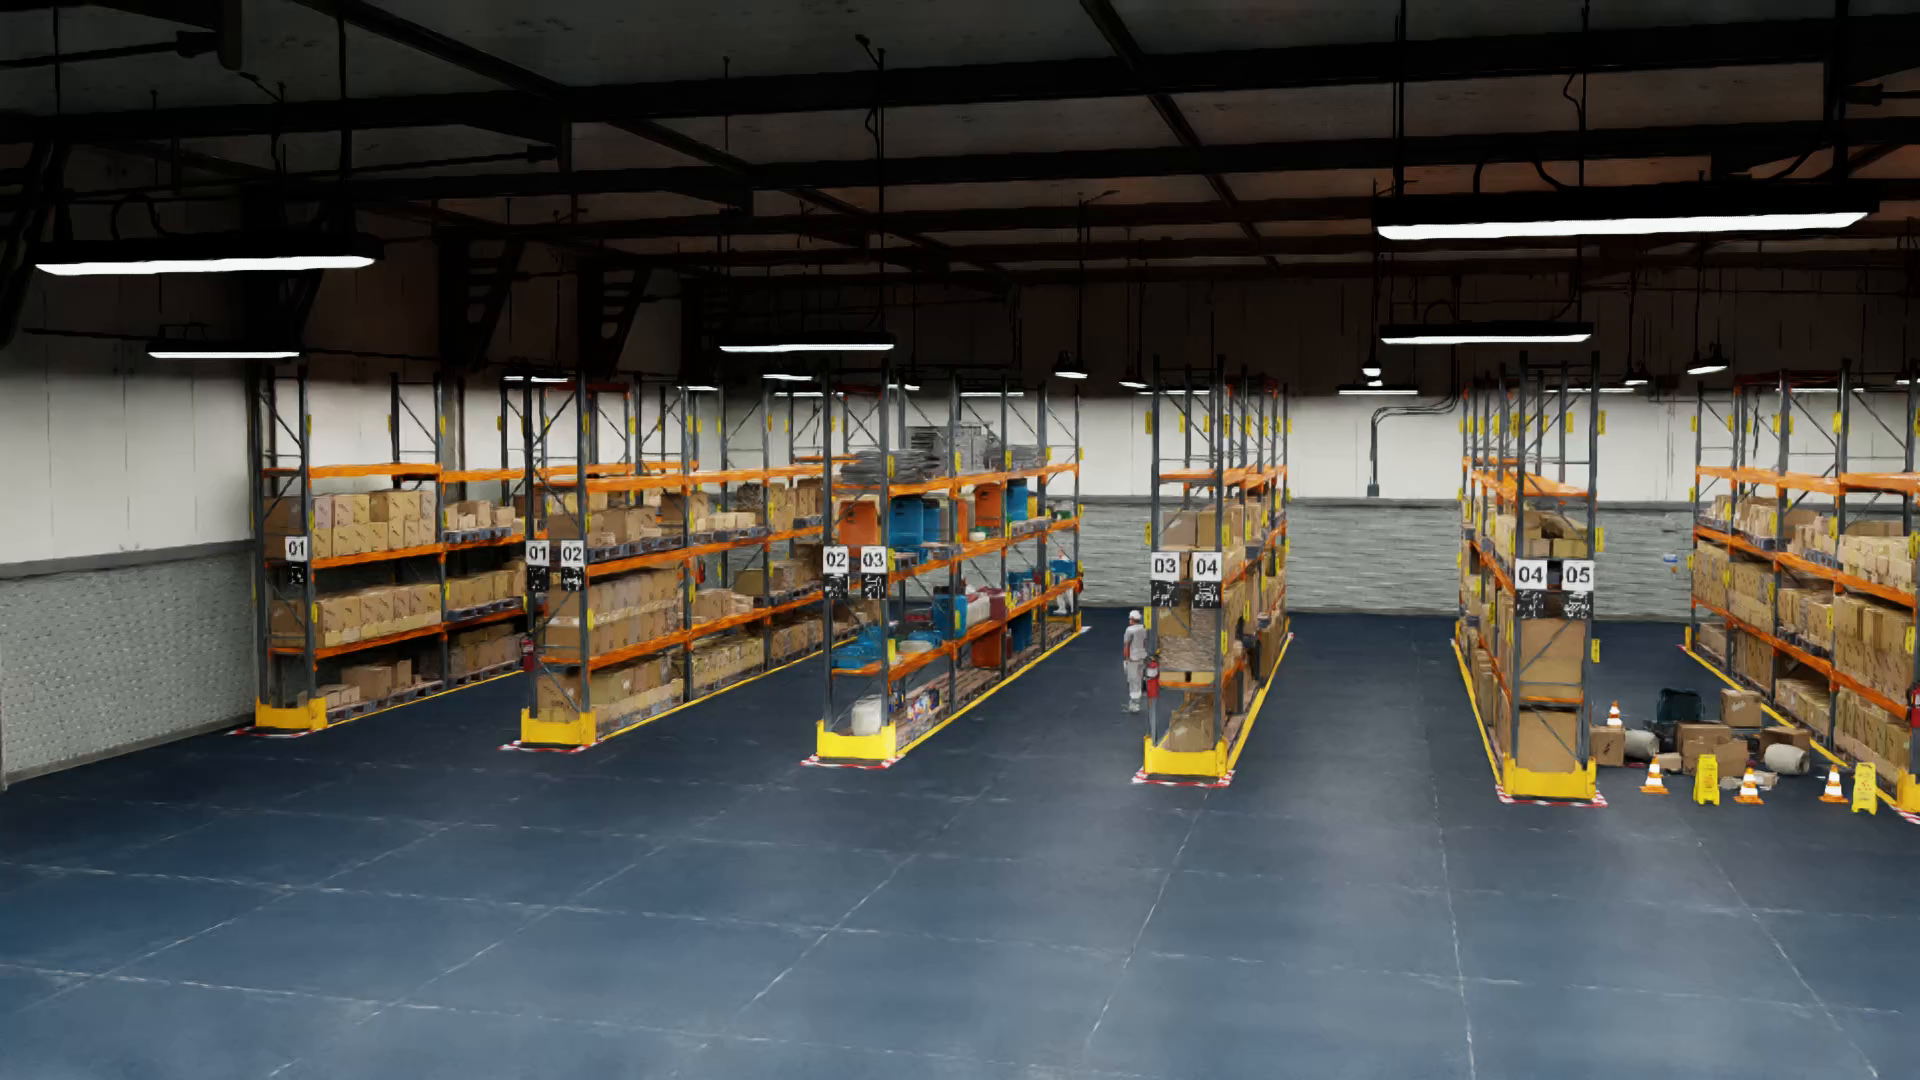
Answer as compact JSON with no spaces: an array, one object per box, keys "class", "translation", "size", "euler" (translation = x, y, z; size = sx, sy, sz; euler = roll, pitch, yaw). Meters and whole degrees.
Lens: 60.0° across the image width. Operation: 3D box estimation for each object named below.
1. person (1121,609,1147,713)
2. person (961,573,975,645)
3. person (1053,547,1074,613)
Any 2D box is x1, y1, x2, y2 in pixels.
[{"class":"person","translation":[2.991,2.097,28.961],"size":[0.490,1.787,0.608],"euler":[4,5,43]},{"class":"person","translation":[0.064,1.571,37.298],"size":[0.577,1.687,1.115],"euler":[1,4,13]},{"class":"person","translation":[2.818,1.114,44.441],"size":[0.632,1.664,0.611],"euler":[-3,5,-40]}]
